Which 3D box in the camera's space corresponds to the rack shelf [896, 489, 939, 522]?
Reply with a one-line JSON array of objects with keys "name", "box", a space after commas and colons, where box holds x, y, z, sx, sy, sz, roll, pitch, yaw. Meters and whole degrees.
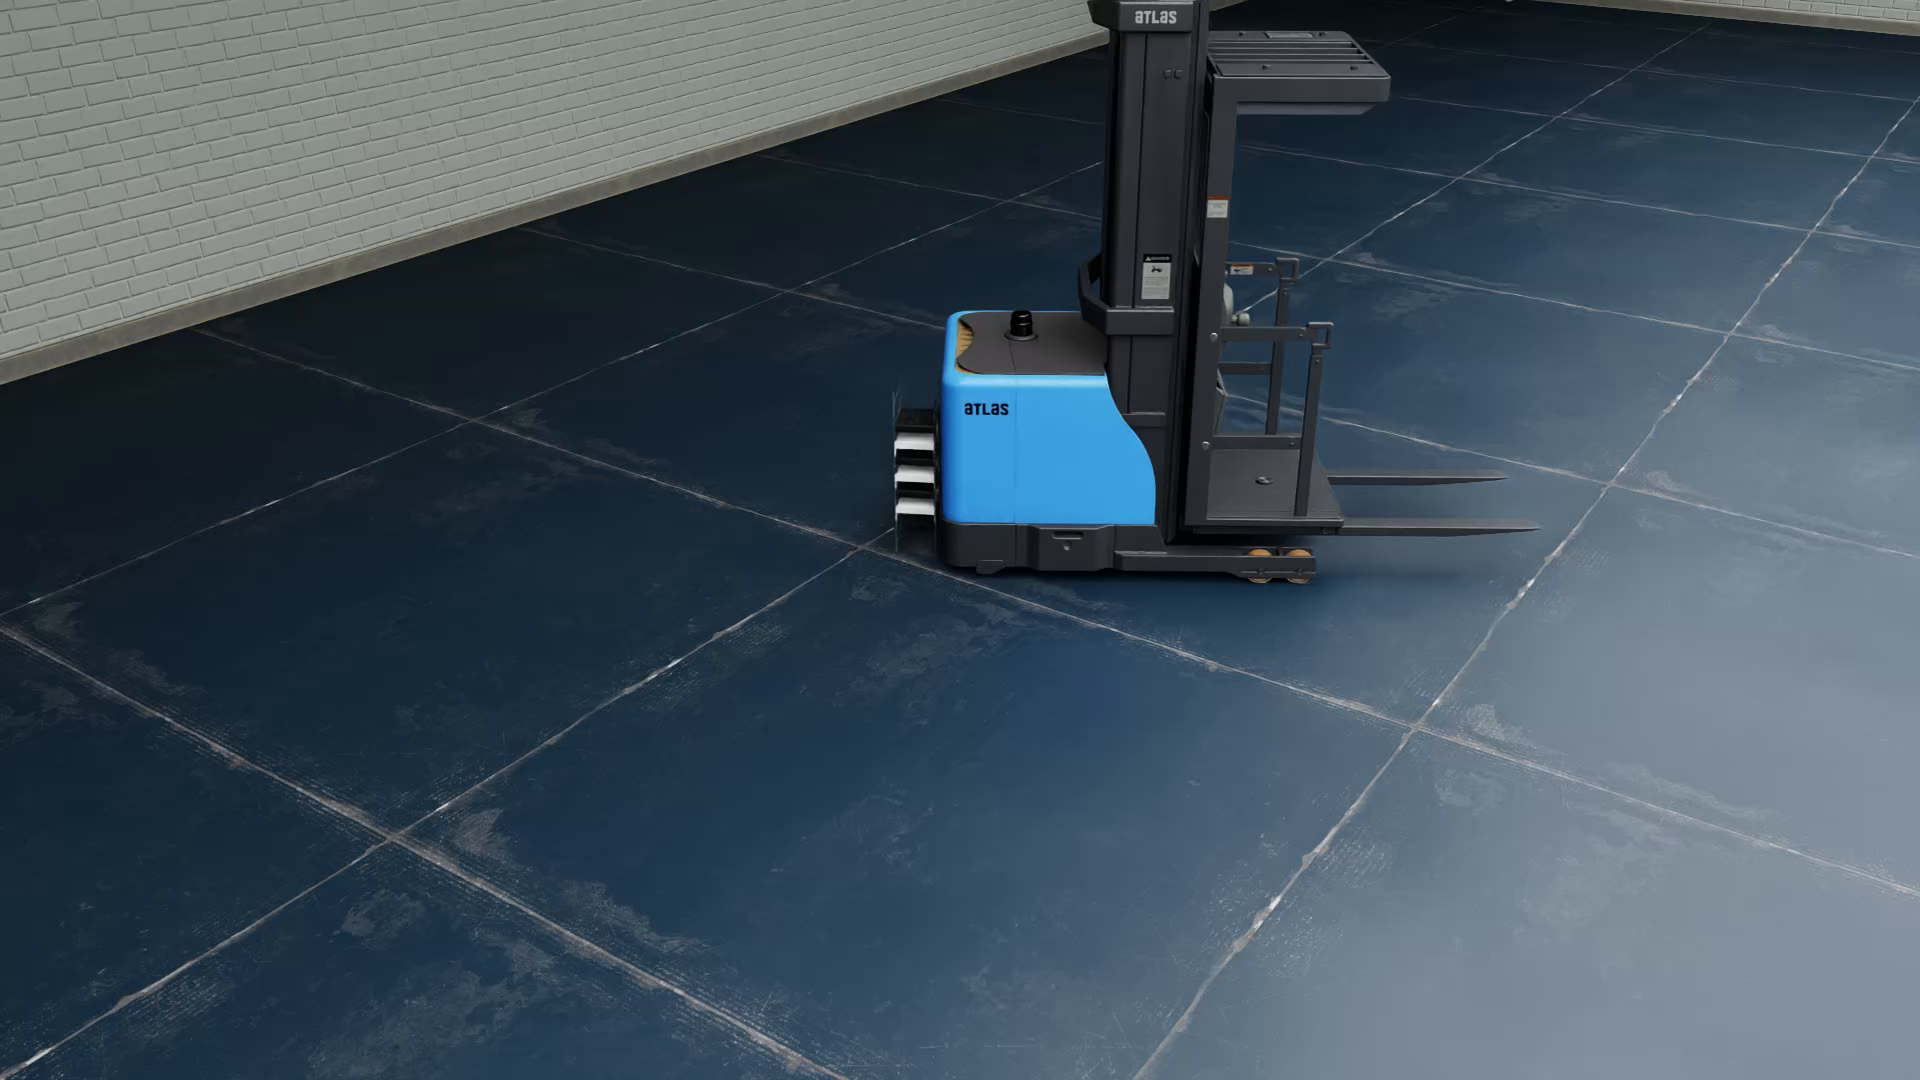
[{"name": "rack shelf", "box": [-0.216, -0.187, 8.596, 0.200, 0.077, 0.258, 3, 27, 5]}]

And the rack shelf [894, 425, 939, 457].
[{"name": "rack shelf", "box": [-0.216, -0.508, 8.432, 0.200, 0.077, 0.258, 3, 27, 5]}]

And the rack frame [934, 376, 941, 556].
[{"name": "rack frame", "box": [-0.115, -0.372, 8.490, 0.006, 0.900, 0.240, 3, 27, 5]}]

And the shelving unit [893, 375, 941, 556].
[{"name": "shelving unit", "box": [-0.216, -0.377, 8.499, 0.210, 0.900, 0.258, 3, 27, 5]}]

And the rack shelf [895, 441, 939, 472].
[{"name": "rack shelf", "box": [-0.216, -0.428, 8.473, 0.200, 0.077, 0.258, 3, 27, 5]}]

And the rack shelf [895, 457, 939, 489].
[{"name": "rack shelf", "box": [-0.216, -0.347, 8.514, 0.200, 0.077, 0.258, 3, 27, 5]}]

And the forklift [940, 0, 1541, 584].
[{"name": "forklift", "box": [1.422, -1.333, 8.138, 3.031, 2.935, 1.130, 1, 27, 1]}]

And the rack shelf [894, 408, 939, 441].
[{"name": "rack shelf", "box": [-0.216, -0.588, 8.391, 0.200, 0.077, 0.258, 3, 27, 5]}]

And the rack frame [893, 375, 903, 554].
[{"name": "rack frame", "box": [-0.317, -0.382, 8.508, 0.006, 0.900, 0.240, 3, 27, 5]}]

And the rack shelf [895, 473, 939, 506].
[{"name": "rack shelf", "box": [-0.216, -0.267, 8.555, 0.200, 0.077, 0.258, 3, 27, 5]}]
